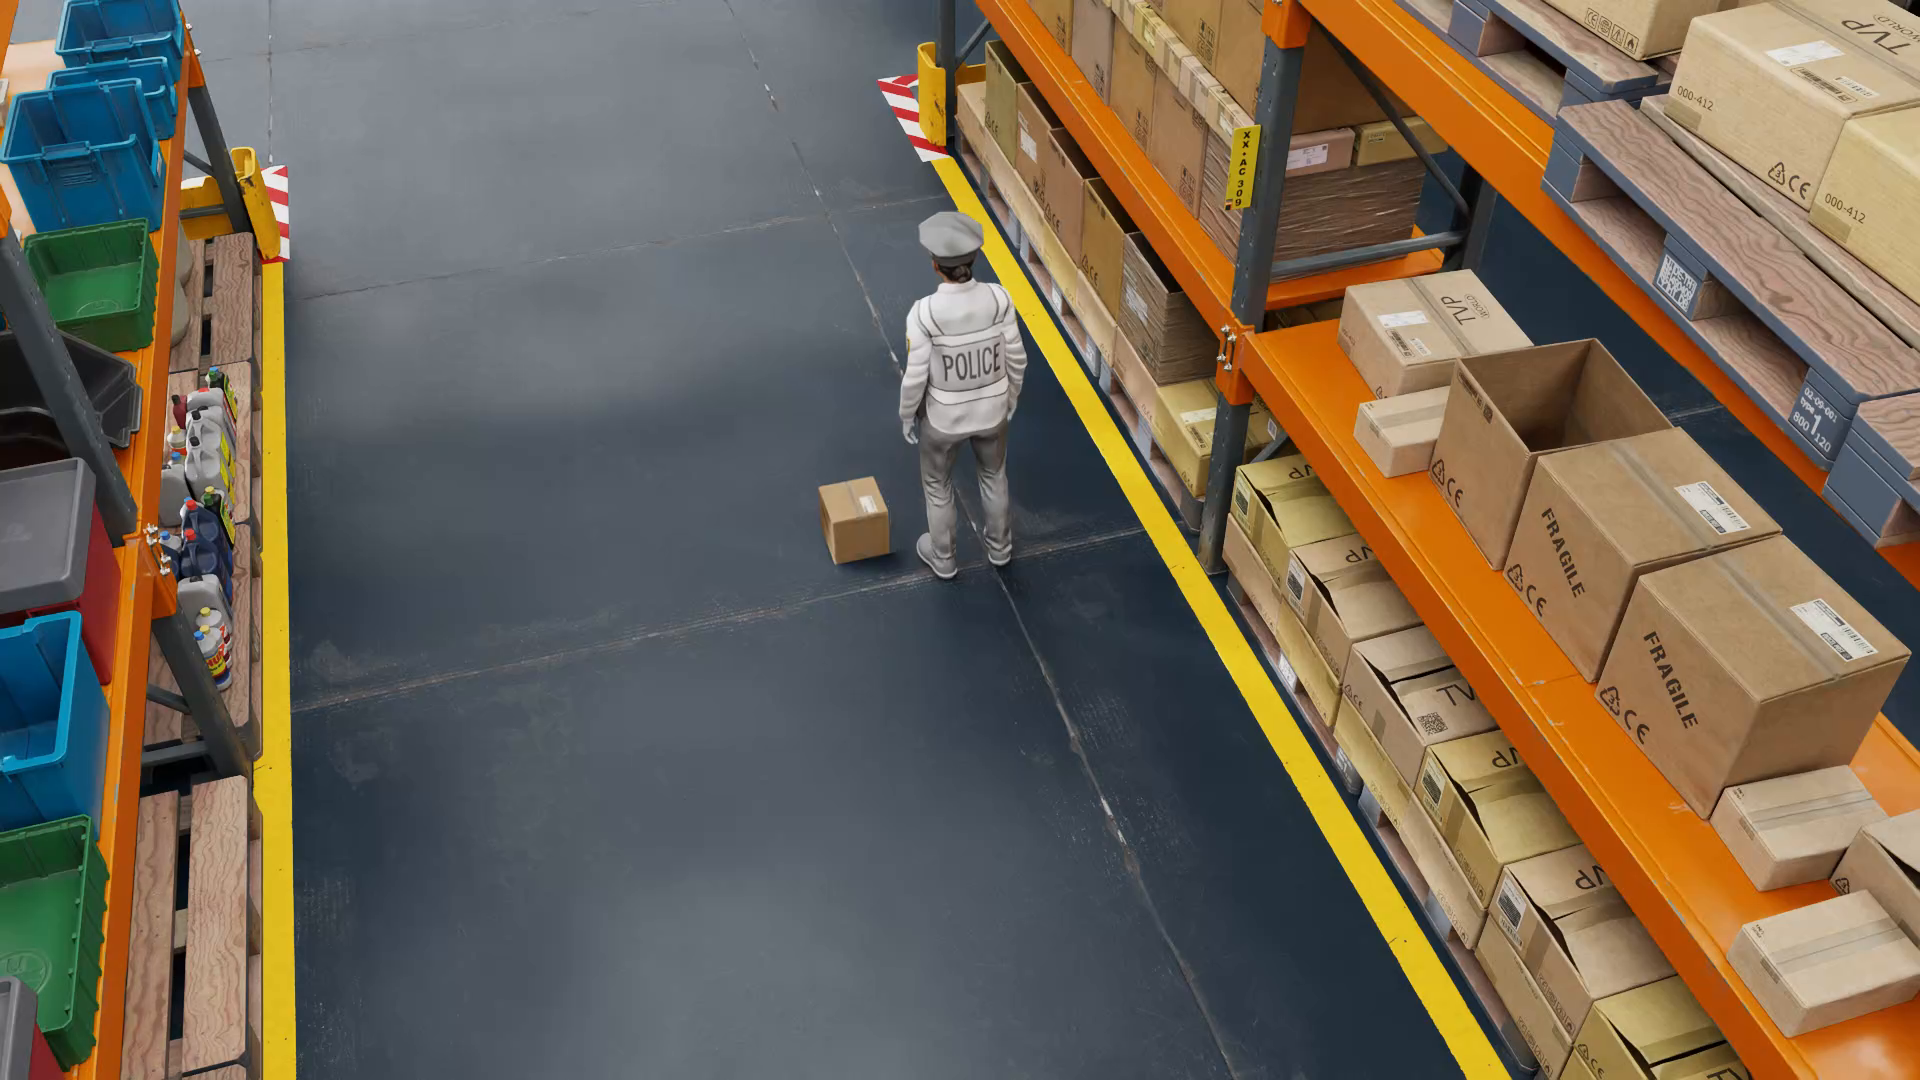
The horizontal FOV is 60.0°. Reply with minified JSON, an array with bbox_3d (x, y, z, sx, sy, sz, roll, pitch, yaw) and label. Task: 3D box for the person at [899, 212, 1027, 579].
[{"bbox_3d":[0.004,-0.529,6.735,0.523,1.662,0.372,-13,44,-13],"label":"person"}]
